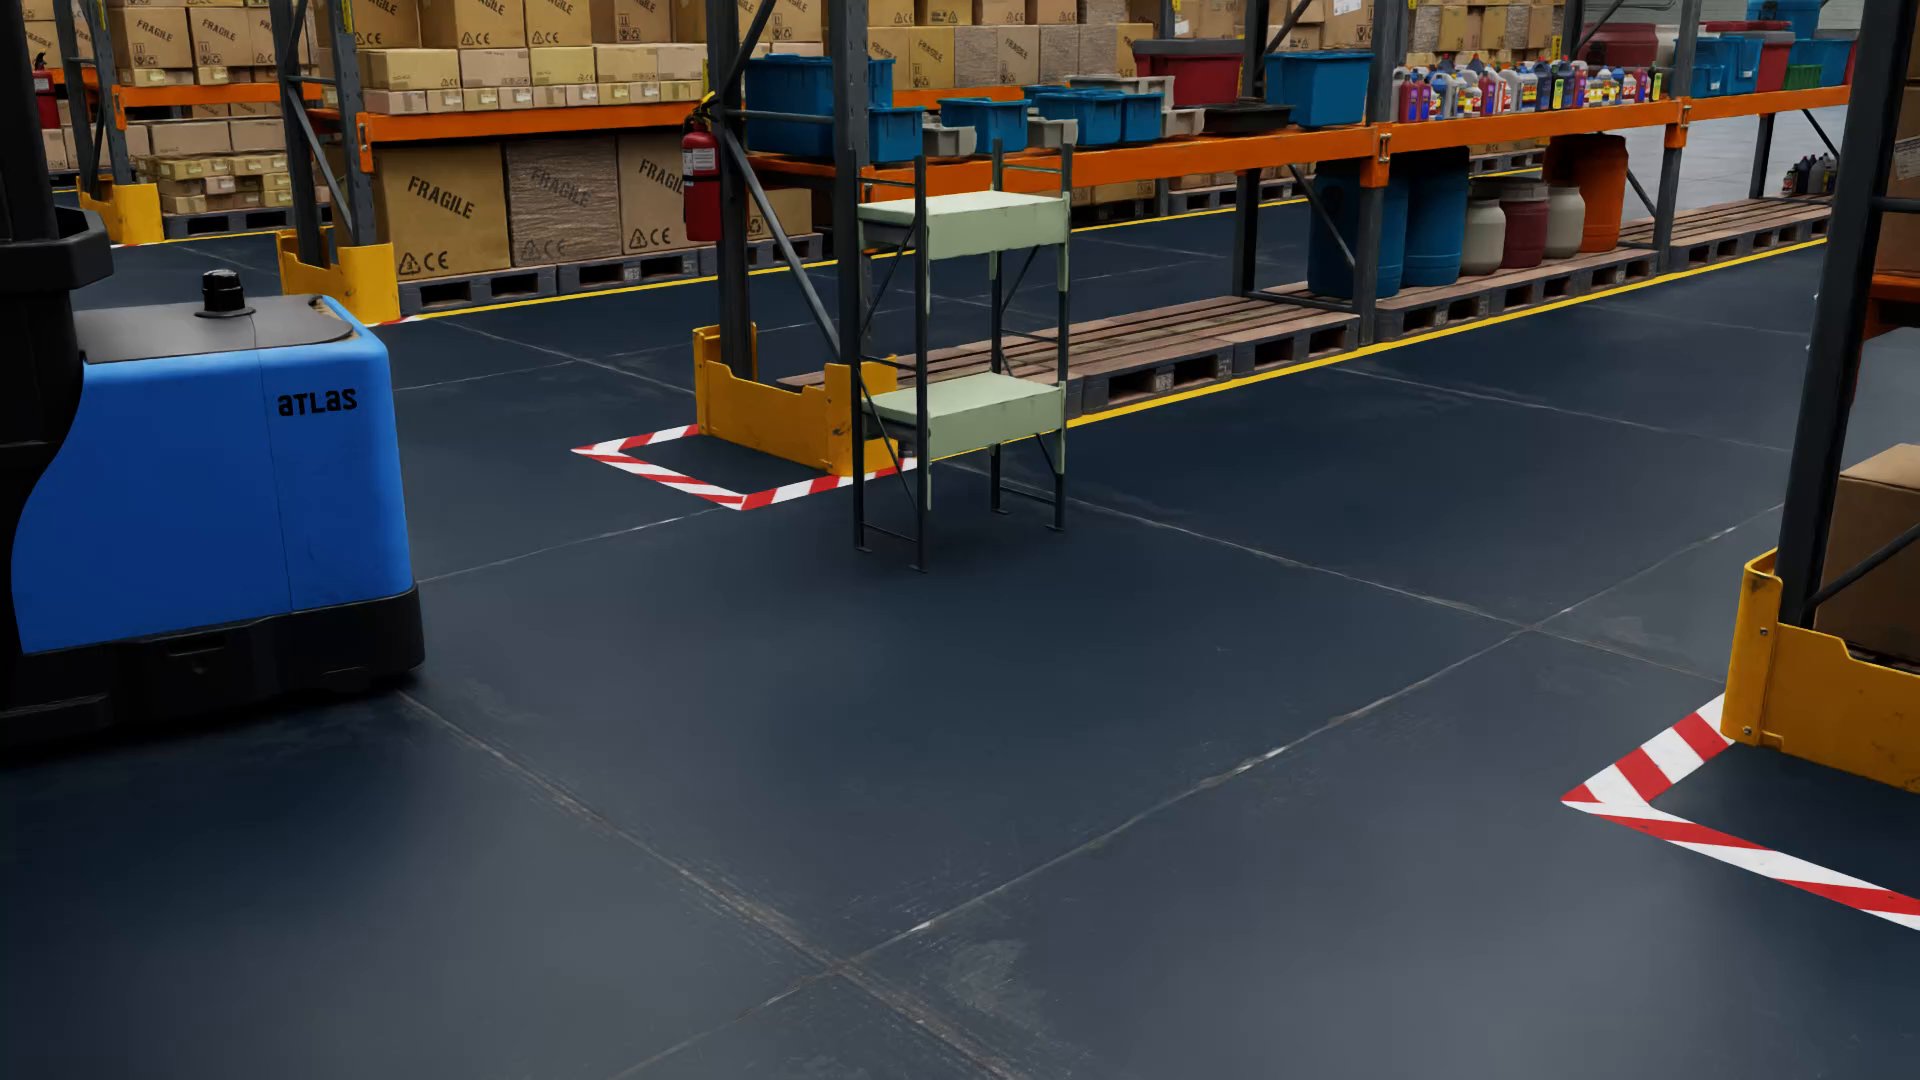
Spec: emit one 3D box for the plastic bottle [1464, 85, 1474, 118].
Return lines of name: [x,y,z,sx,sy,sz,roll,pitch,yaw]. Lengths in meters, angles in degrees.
plastic bottle: [3.172,-2.754,10.438,0.097,0.201,0.097,0,18,0]

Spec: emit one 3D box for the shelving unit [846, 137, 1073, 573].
shelving unit: [0.005,-0.715,6.258,0.755,1.500,0.431,-16,24,-41]

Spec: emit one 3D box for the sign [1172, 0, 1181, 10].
sign: [2.021,-5.104,15.486,0.005,0.325,0.100,-16,24,-41]

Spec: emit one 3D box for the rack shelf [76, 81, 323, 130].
rack shelf: [-6.056,-4.196,15.730,4.000,0.370,1.077,-16,24,-41]

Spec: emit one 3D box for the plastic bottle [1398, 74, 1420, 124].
plastic bottle: [2.694,-2.646,9.971,0.133,0.283,0.061,-16,24,-41]

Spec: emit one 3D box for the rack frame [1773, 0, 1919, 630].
rack frame: [2.628,-0.761,3.968,0.127,3.000,1.000,-16,24,-41]

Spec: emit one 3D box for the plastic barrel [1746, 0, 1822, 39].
plastic barrel: [7.458,-4.639,15.117,0.708,0.901,0.600,-16,24,-41]

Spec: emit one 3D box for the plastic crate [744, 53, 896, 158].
plastic crate: [-0.657,-2.030,7.728,0.499,0.435,0.616,-16,24,-41]

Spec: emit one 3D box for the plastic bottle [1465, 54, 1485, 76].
plastic bottle: [3.580,-3.192,11.546,0.185,0.351,0.144,-16,24,-41]

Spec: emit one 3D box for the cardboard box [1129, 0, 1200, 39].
cardboard box: [2.003,-5.048,16.347,0.500,0.500,0.500,14,23,37]

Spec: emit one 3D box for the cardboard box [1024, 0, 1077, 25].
cardboard box: [0.620,-4.913,14.985,0.637,0.503,0.797,-16,24,-40]

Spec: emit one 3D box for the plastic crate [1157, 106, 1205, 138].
plastic crate: [1.075,-2.186,8.694,0.466,0.136,0.293,-16,24,-41]

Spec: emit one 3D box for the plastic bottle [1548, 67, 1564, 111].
plastic bottle: [3.978,-3.021,11.127,0.133,0.283,0.061,-16,24,-41]

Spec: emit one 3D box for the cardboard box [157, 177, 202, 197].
cardboard box: [-6.952,-3.153,14.806,0.250,0.149,0.380,-15,23,-39]

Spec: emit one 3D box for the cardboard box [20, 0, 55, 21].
cardboard box: [-10.069,-5.875,17.957,0.500,0.500,0.500,-17,25,-42]

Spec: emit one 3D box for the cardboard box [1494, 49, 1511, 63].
cardboard box: [6.368,-5.805,19.931,0.250,0.149,0.380,-16,24,-41]

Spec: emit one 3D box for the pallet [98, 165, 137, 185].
pallet: [-9.570,-4.320,19.468,1.213,0.211,1.003,-16,24,-41]

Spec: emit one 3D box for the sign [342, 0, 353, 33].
sign: [-3.798,-3.306,10.285,0.005,0.325,0.100,-16,24,-41]

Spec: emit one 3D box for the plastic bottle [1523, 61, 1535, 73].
plastic bottle: [4.168,-3.391,12.280,0.135,0.276,0.152,-16,24,-41]

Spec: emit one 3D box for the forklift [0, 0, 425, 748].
forklift: [-3.189,-0.859,4.381,3.031,2.935,1.130,-10,20,-27]

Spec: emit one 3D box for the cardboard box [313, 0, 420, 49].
cardboard box: [-4.002,-3.571,11.179,0.500,0.500,0.500,-16,24,-40]

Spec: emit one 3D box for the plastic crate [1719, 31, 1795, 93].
plastic crate: [6.425,-3.871,13.457,0.583,0.464,0.402,-16,24,-41]

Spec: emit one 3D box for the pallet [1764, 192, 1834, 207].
pallet: [8.464,-3.221,16.077,1.213,0.211,1.003,-16,24,-41]

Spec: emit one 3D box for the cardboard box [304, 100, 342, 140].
cardboard box: [-7.682,-5.389,21.005,0.875,0.875,0.875,-15,23,-39]

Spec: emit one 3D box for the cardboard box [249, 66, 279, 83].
cardboard box: [-6.352,-4.236,15.094,0.250,0.149,0.380,-17,24,-41]

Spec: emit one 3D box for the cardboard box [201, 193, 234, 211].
cardboard box: [-6.775,-3.071,15.036,0.250,0.149,0.380,-16,24,-41]

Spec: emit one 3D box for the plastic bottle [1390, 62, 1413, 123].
plastic bottle: [2.642,-2.706,10.049,0.185,0.351,0.144,-16,24,-41]

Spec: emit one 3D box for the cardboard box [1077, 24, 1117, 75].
cardboard box: [1.083,-4.460,15.215,0.500,0.500,0.500,-17,24,-41]

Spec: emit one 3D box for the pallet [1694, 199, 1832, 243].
pallet: [7.403,-2.913,15.127,1.213,0.211,1.003,-16,24,-41]

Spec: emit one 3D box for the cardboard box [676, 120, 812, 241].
cardboard box: [-1.803,-2.896,13.319,0.875,0.875,0.875,-16,24,-41]

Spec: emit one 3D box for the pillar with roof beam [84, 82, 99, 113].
pillar with roof beam: [-9.658,-9.105,19.977,0.400,9.000,9.100,-16,24,-41]

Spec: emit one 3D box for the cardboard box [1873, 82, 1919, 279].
cardboard box: [2.767,-0.964,4.434,0.500,0.500,0.500,-15,23,-39]

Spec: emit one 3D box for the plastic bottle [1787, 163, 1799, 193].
plastic bottle: [8.070,-3.508,16.130,0.133,0.283,0.061,-15,23,-38]

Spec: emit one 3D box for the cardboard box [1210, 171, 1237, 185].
cardboard box: [2.505,-3.964,17.187,0.700,0.500,0.500,15,24,39]

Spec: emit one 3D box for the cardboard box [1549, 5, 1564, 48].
cardboard box: [7.032,-6.451,20.873,0.500,0.500,0.875,-16,24,-41]

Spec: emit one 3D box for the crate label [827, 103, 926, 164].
crate label: [-0.367,-1.799,7.345,0.303,0.233,0.416,-16,24,-41]

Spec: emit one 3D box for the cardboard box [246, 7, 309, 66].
cardboard box: [-6.257,-4.557,15.032,0.500,0.500,0.500,-16,24,-40]

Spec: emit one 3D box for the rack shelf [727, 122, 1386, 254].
rack shelf: [0.681,-1.953,8.812,4.000,0.370,1.077,-16,24,-41]

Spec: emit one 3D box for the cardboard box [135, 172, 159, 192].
cardboard box: [-7.322,-3.276,15.183,0.250,0.149,0.380,-17,25,-42]

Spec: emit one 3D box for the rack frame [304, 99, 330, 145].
rack frame: [-8.077,-6.050,20.282,0.127,3.000,1.000,-16,24,-41]

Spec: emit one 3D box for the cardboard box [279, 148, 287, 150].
cardboard box: [-6.320,-3.675,15.933,0.380,0.149,0.250,17,25,42]

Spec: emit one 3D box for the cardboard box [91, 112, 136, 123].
cardboard box: [-12.133,-5.995,23.792,0.500,0.311,0.500,-15,23,-39]

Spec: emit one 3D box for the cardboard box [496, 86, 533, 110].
cardboard box: [-3.131,-3.028,11.368,0.250,0.149,0.380,-17,24,-42]

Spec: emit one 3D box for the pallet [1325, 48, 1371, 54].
pallet: [3.889,-5.304,18.291,1.213,0.211,1.003,-16,24,-41]

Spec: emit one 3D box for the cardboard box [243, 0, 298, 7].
cardboard box: [-6.245,-5.029,14.865,0.500,0.500,0.500,-17,25,-42]

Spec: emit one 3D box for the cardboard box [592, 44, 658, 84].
cardboard box: [-2.525,-3.422,11.937,0.500,0.250,0.500,-17,24,-42]

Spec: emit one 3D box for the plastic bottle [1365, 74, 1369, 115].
plastic bottle: [2.676,-2.932,10.743,0.185,0.351,0.144,-16,24,-41]

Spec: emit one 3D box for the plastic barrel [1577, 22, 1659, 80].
plastic barrel: [5.170,-3.798,13.114,0.708,0.536,0.600,-16,24,-41]

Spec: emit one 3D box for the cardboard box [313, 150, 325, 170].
cardboard box: [-5.953,-3.560,15.577,0.250,0.149,0.380,-16,24,-40]

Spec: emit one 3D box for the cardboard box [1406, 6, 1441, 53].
cardboard box: [4.914,-5.795,18.850,0.500,0.500,0.875,-16,24,-41]

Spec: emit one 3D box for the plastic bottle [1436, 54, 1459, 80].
plastic bottle: [3.378,-3.197,11.563,0.185,0.351,0.144,-16,24,-41]

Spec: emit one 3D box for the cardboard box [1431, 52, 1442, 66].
cardboard box: [5.260,-5.492,18.969,0.250,0.149,0.380,-16,24,-41]

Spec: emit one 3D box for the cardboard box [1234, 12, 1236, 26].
cardboard box: [3.493,-7.366,24.097,0.550,0.550,0.875,-16,24,-41]

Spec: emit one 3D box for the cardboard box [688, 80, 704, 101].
cardboard box: [-2.013,-3.354,12.372,0.250,0.149,0.380,-16,24,-40]

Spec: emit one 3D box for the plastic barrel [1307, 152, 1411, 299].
plastic barrel: [2.541,-2.032,10.611,0.708,0.901,0.600,-16,24,-41]

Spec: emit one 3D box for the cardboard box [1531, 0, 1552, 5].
cardboard box: [6.861,-6.758,20.198,0.500,0.500,0.500,-16,24,-41]

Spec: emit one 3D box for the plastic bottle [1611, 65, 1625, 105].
plastic bottle: [4.634,-3.214,11.743,0.097,0.271,0.097,0,18,0]
